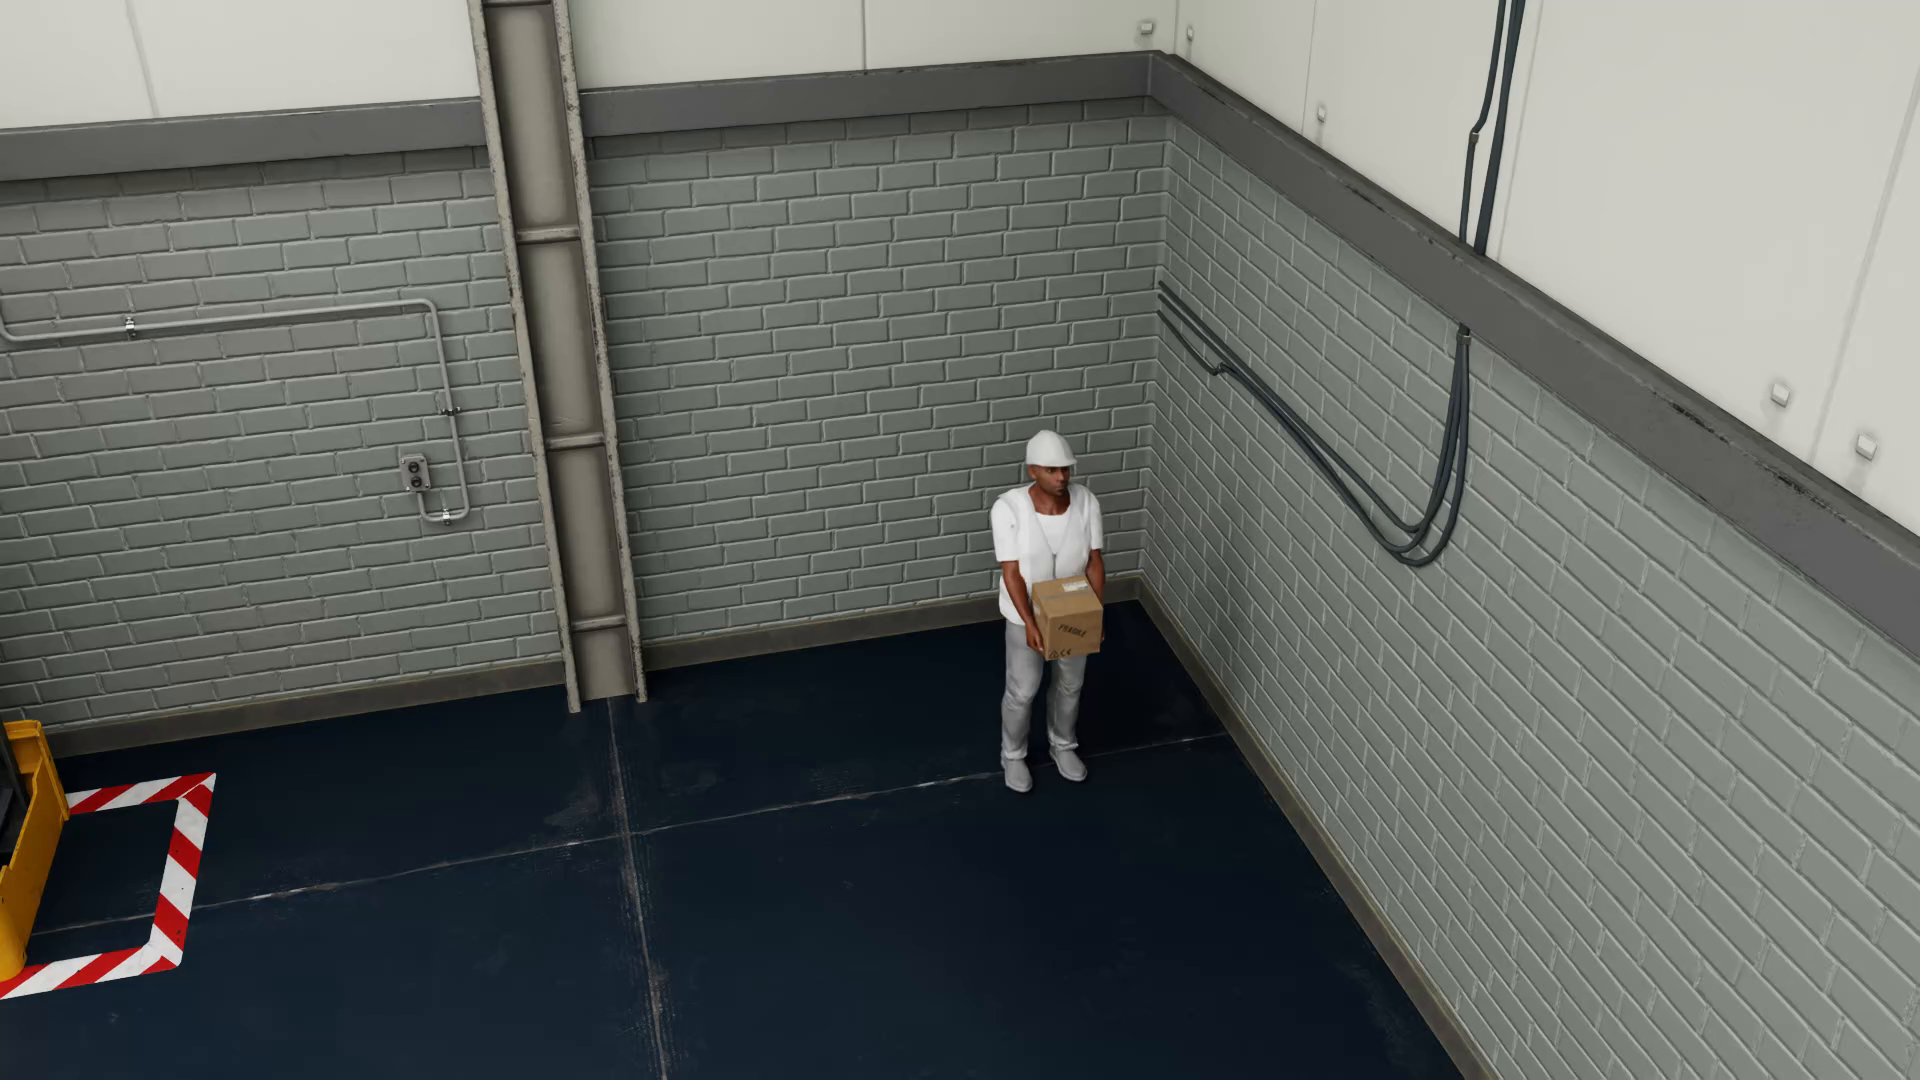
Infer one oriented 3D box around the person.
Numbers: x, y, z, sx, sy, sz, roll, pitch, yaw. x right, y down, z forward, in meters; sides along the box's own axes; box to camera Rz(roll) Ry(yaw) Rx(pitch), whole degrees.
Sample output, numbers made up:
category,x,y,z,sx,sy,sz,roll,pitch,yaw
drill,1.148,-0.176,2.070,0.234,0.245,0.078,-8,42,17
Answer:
category,x,y,z,sx,sy,sz,roll,pitch,yaw
person,0.426,0.374,7.575,0.510,1.764,0.575,-8,31,-13
